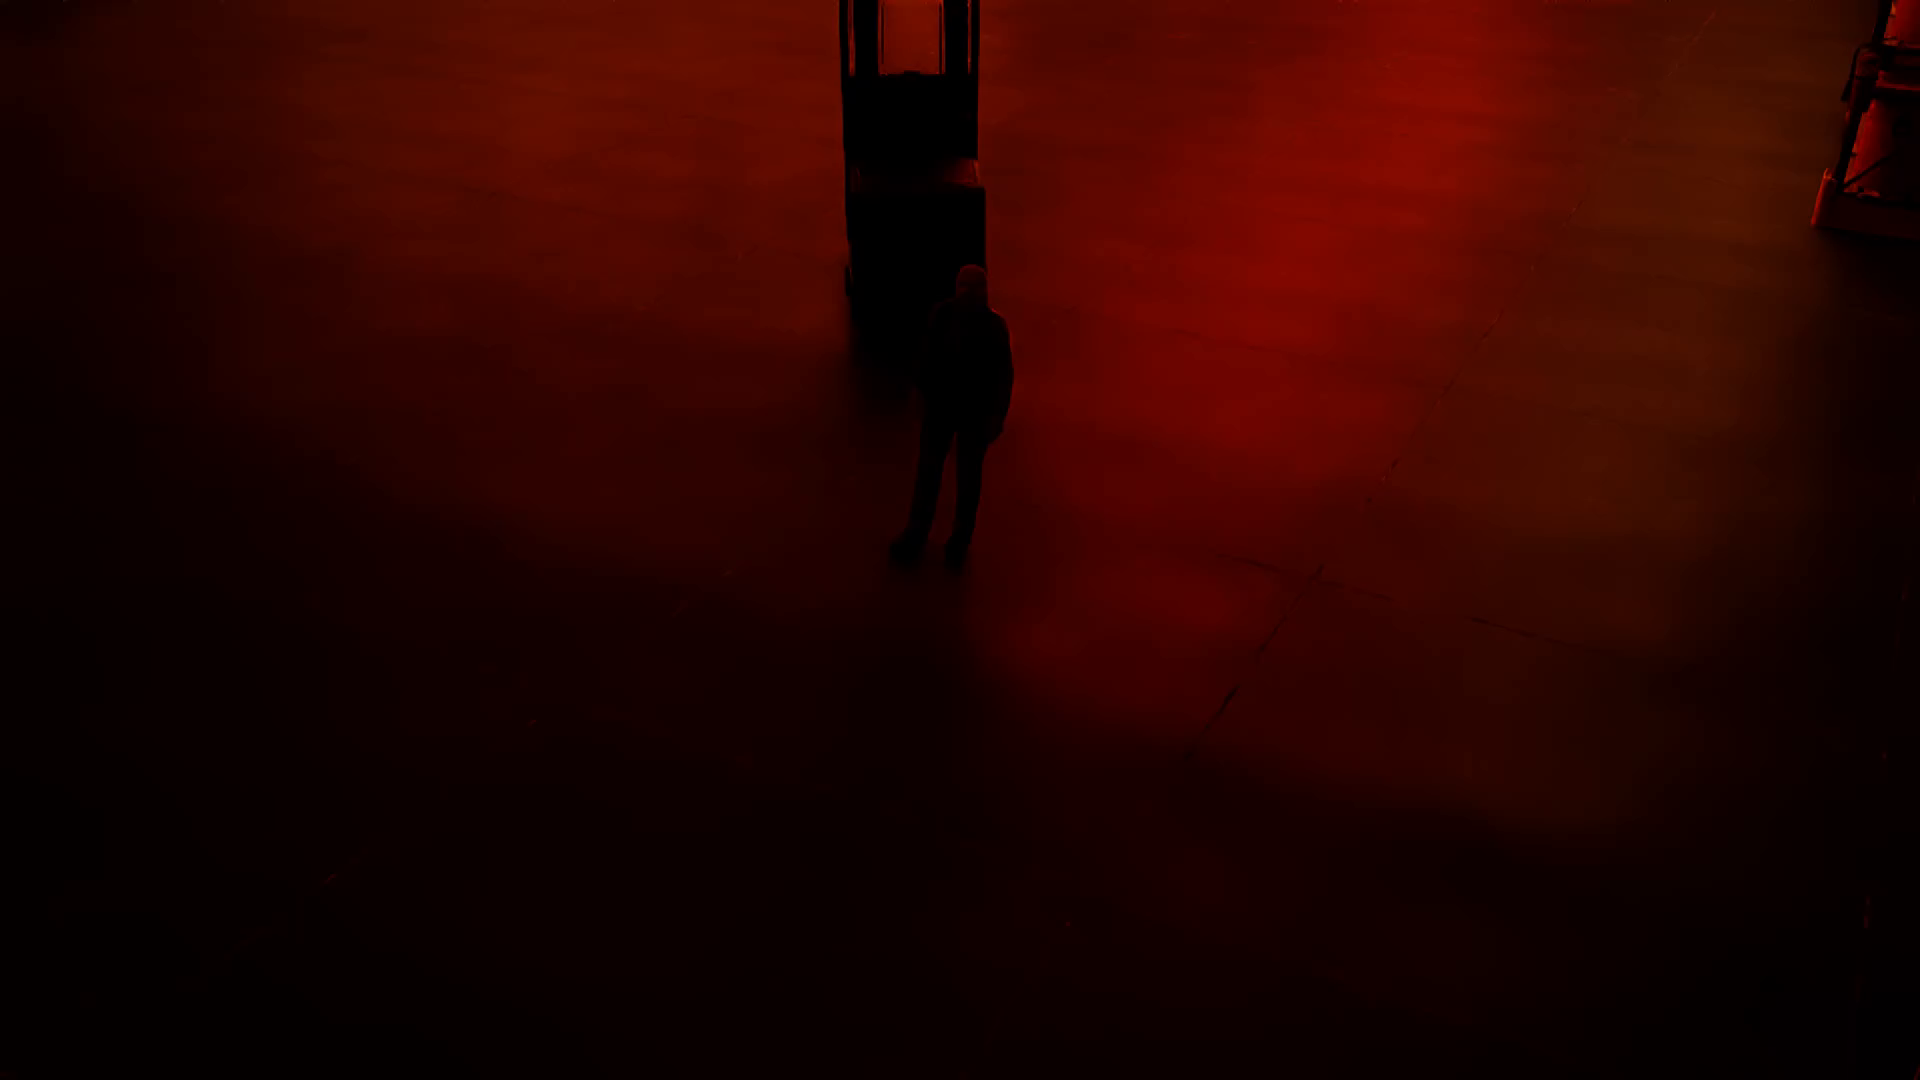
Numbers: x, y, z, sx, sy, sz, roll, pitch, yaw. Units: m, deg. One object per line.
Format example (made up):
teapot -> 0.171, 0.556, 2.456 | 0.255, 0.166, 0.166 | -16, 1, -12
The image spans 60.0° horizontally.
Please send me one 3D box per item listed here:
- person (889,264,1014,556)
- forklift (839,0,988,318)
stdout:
person -> -0.037, -0.726, 9.525 | 0.632, 1.720, 0.567 | 15, 33, 25
forklift -> -0.415, -3.692, 13.468 | 1.130, 2.935, 3.031 | -2, 30, -3
